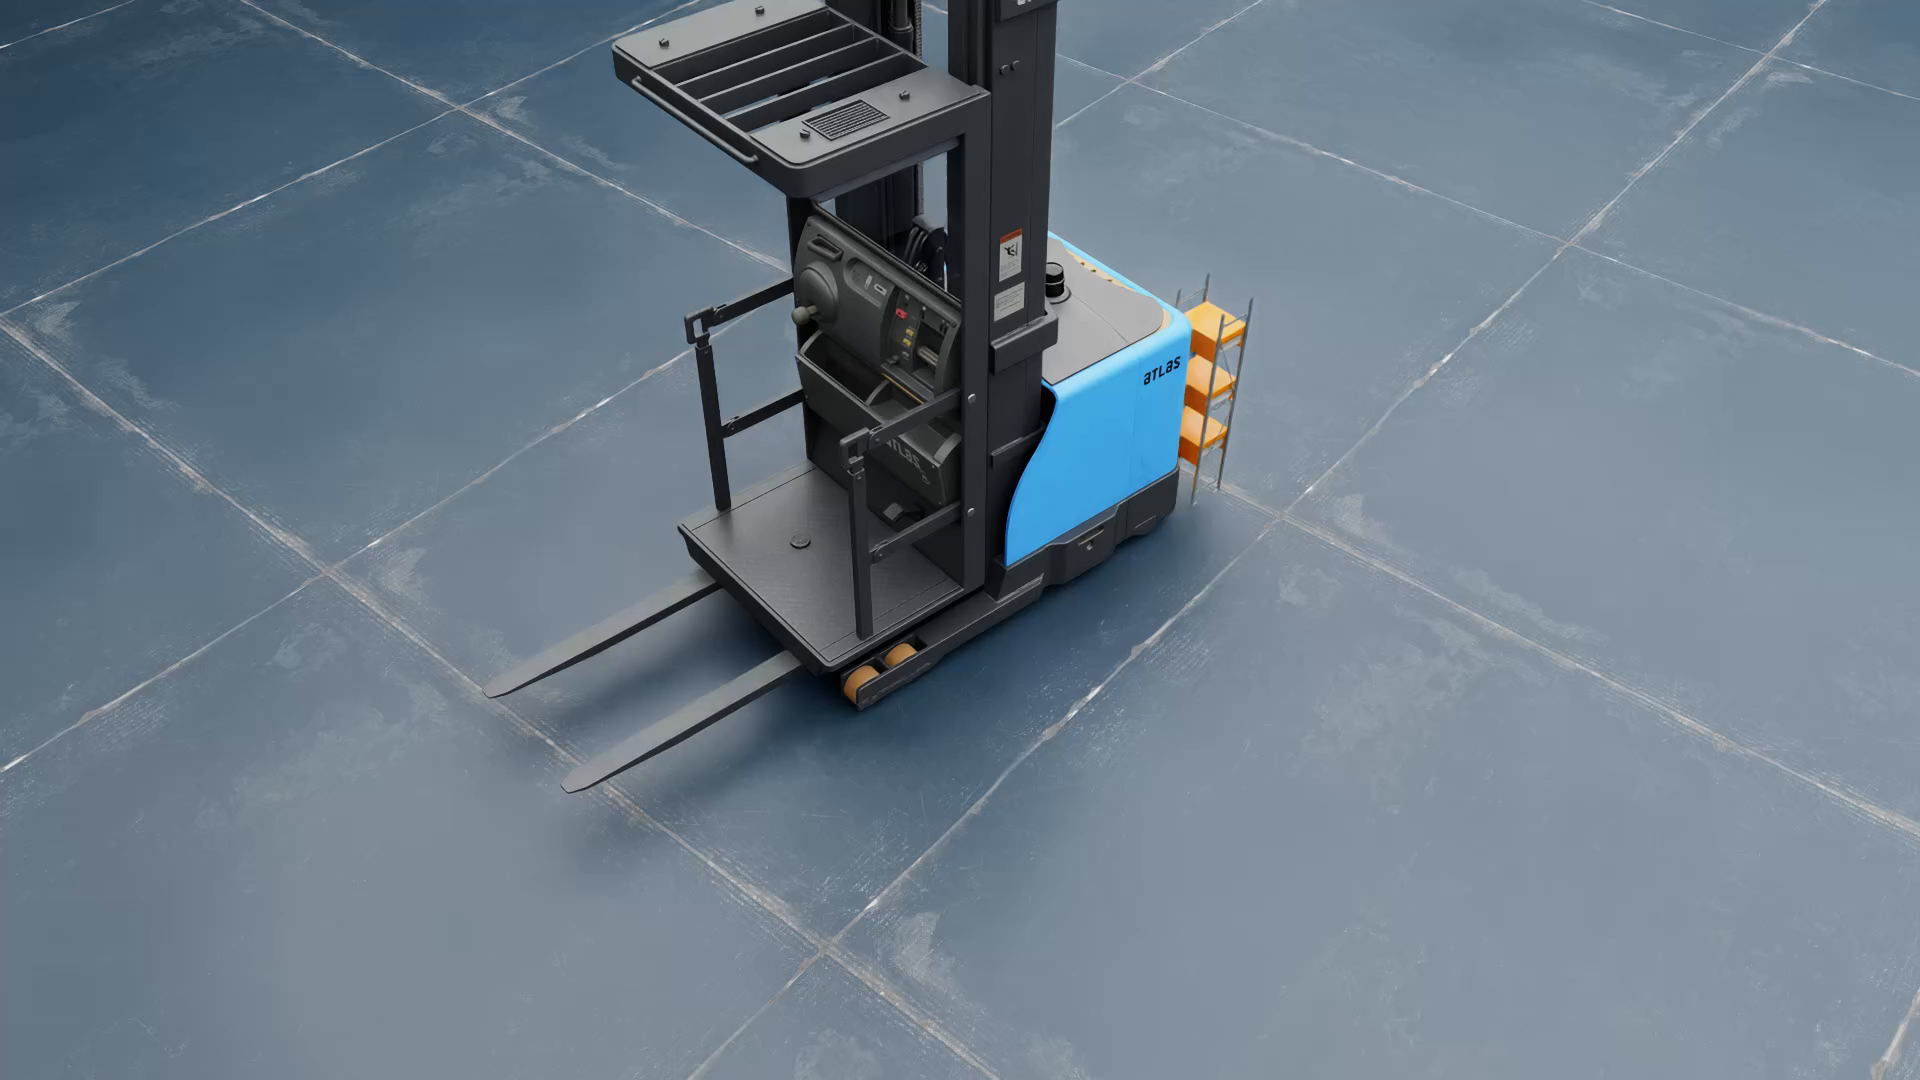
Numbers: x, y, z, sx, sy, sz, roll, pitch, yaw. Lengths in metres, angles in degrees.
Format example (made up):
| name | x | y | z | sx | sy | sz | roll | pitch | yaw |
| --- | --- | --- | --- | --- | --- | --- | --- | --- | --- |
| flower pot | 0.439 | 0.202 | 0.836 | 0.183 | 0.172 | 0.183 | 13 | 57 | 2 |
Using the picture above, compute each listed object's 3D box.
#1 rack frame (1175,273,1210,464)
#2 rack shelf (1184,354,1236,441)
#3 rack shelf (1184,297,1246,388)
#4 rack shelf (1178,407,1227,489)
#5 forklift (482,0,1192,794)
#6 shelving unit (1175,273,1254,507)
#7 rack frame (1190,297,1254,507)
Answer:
| name | x | y | z | sx | sy | sz | roll | pitch | yaw |
| --- | --- | --- | --- | --- | --- | --- | --- | --- | --- |
| rack frame | 0.979 | -0.710 | 7.422 | 0.200 | 1.050 | 0.008 | -30 | 51 | -31 |
| rack shelf | 1.061 | -0.640 | 7.363 | 0.215 | 0.259 | 0.240 | -30 | 51 | -31 |
| rack shelf | 1.070 | -0.852 | 7.175 | 0.215 | 0.259 | 0.240 | -30 | 51 | -31 |
| rack shelf | 1.051 | -0.432 | 7.548 | 0.215 | 0.259 | 0.240 | -30 | 51 | -31 |
| forklift | -0.483 | -0.815 | 6.150 | 3.031 | 2.935 | 1.130 | -29 | 50 | -28 |
| shelving unit | 1.061 | -0.648 | 7.356 | 0.215 | 1.050 | 0.252 | -30 | 51 | -31 |
| rack frame | 1.143 | -0.585 | 7.291 | 0.200 | 1.050 | 0.008 | -30 | 51 | -31 |
